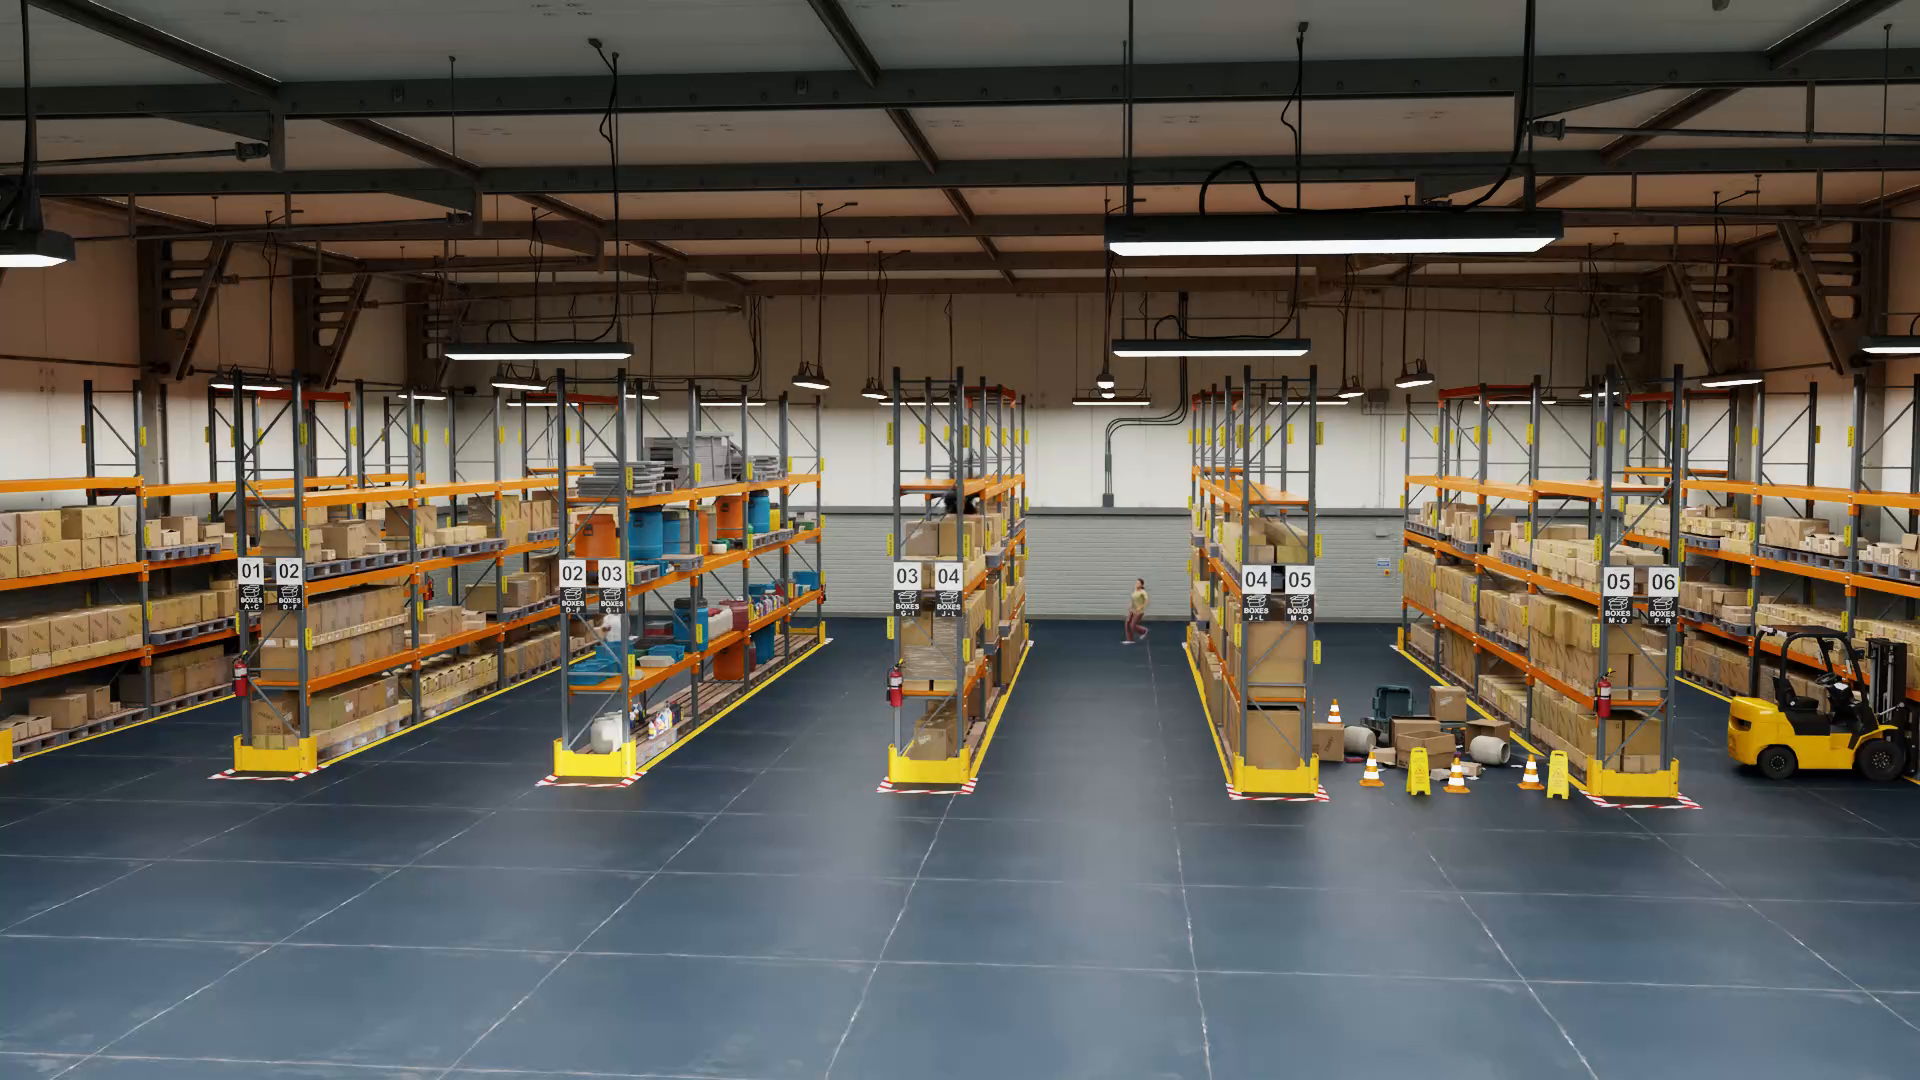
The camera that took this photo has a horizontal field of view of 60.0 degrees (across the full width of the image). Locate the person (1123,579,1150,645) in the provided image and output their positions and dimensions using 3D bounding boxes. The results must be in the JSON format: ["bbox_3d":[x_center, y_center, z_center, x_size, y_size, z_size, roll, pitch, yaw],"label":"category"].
[{"bbox_3d":[4.306,1.721,39.959,0.620,1.611,0.622,-2,4,-32],"label":"person"}]

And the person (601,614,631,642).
[{"bbox_3d":[-6.933,2.084,33.465,0.556,1.747,0.693,0,4,-3],"label":"person"}]
